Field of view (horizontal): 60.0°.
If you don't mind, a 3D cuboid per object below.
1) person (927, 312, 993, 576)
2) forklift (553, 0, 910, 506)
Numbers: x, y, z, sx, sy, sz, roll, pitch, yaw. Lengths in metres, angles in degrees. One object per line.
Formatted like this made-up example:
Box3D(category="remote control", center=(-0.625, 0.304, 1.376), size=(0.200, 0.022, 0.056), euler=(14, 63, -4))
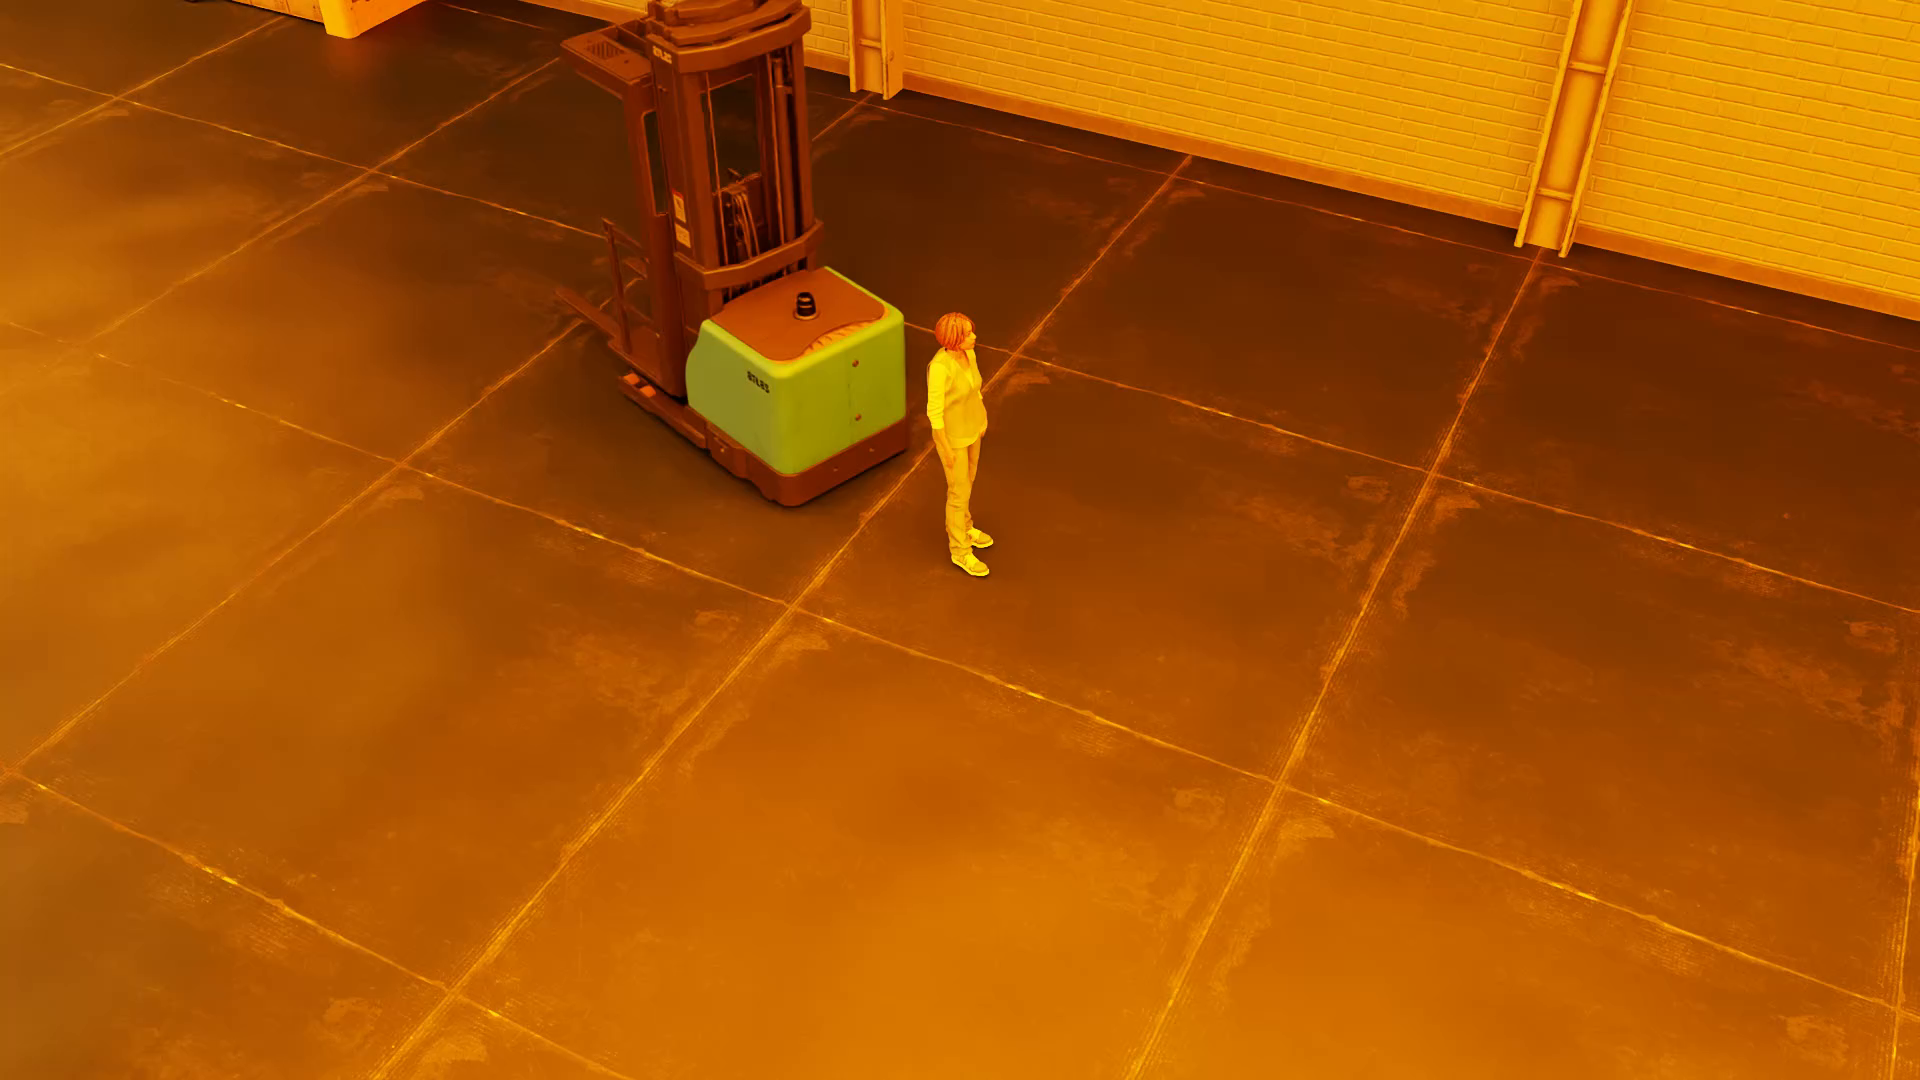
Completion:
Box3D(category="person", center=(0.060, -0.586, 9.707), size=(0.473, 1.599, 0.521), euler=(18, 43, 21))
Box3D(category="forklift", center=(-1.692, -2.198, 10.596), size=(1.130, 2.935, 3.031), euler=(-30, 49, -31))
